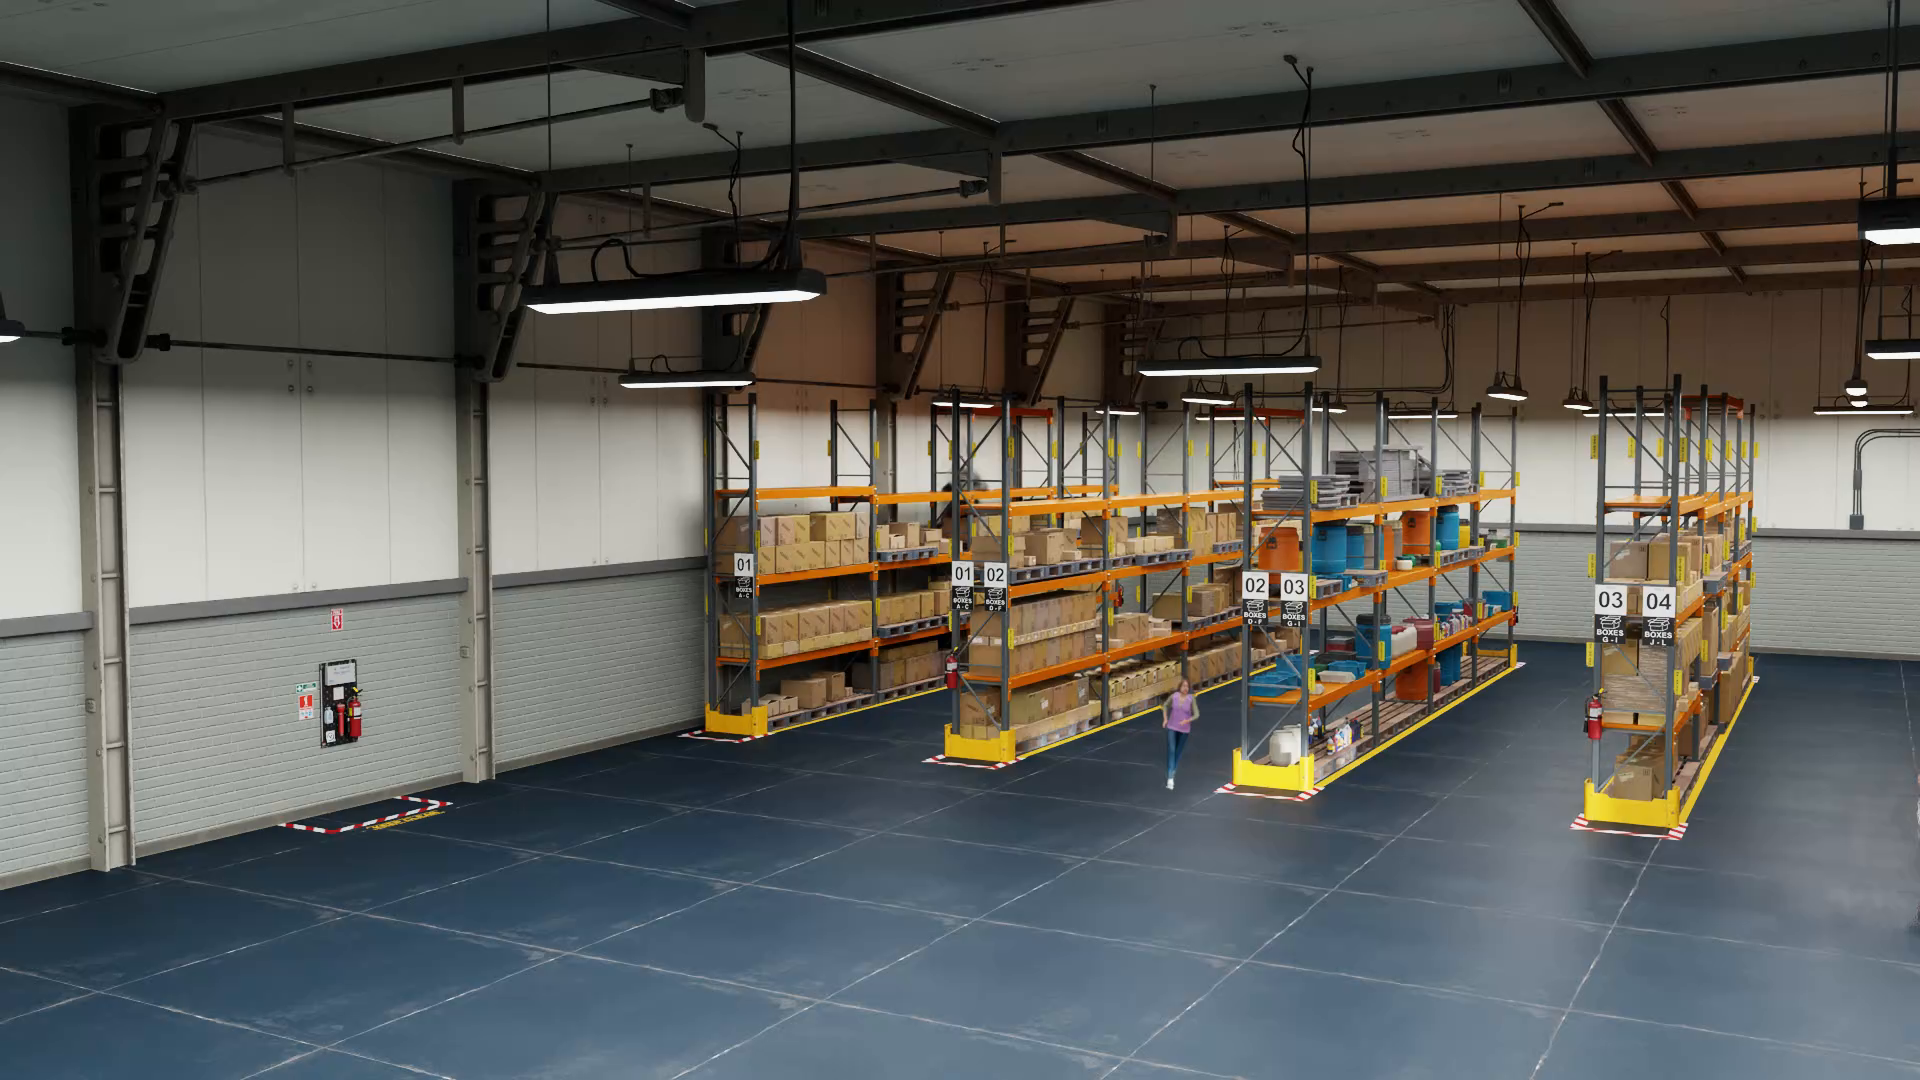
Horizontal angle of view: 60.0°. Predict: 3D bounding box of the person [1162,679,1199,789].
[{"bbox_3d":[3.307,2.868,24.923,0.548,1.598,0.759,0,3,5],"label":"person"}]
